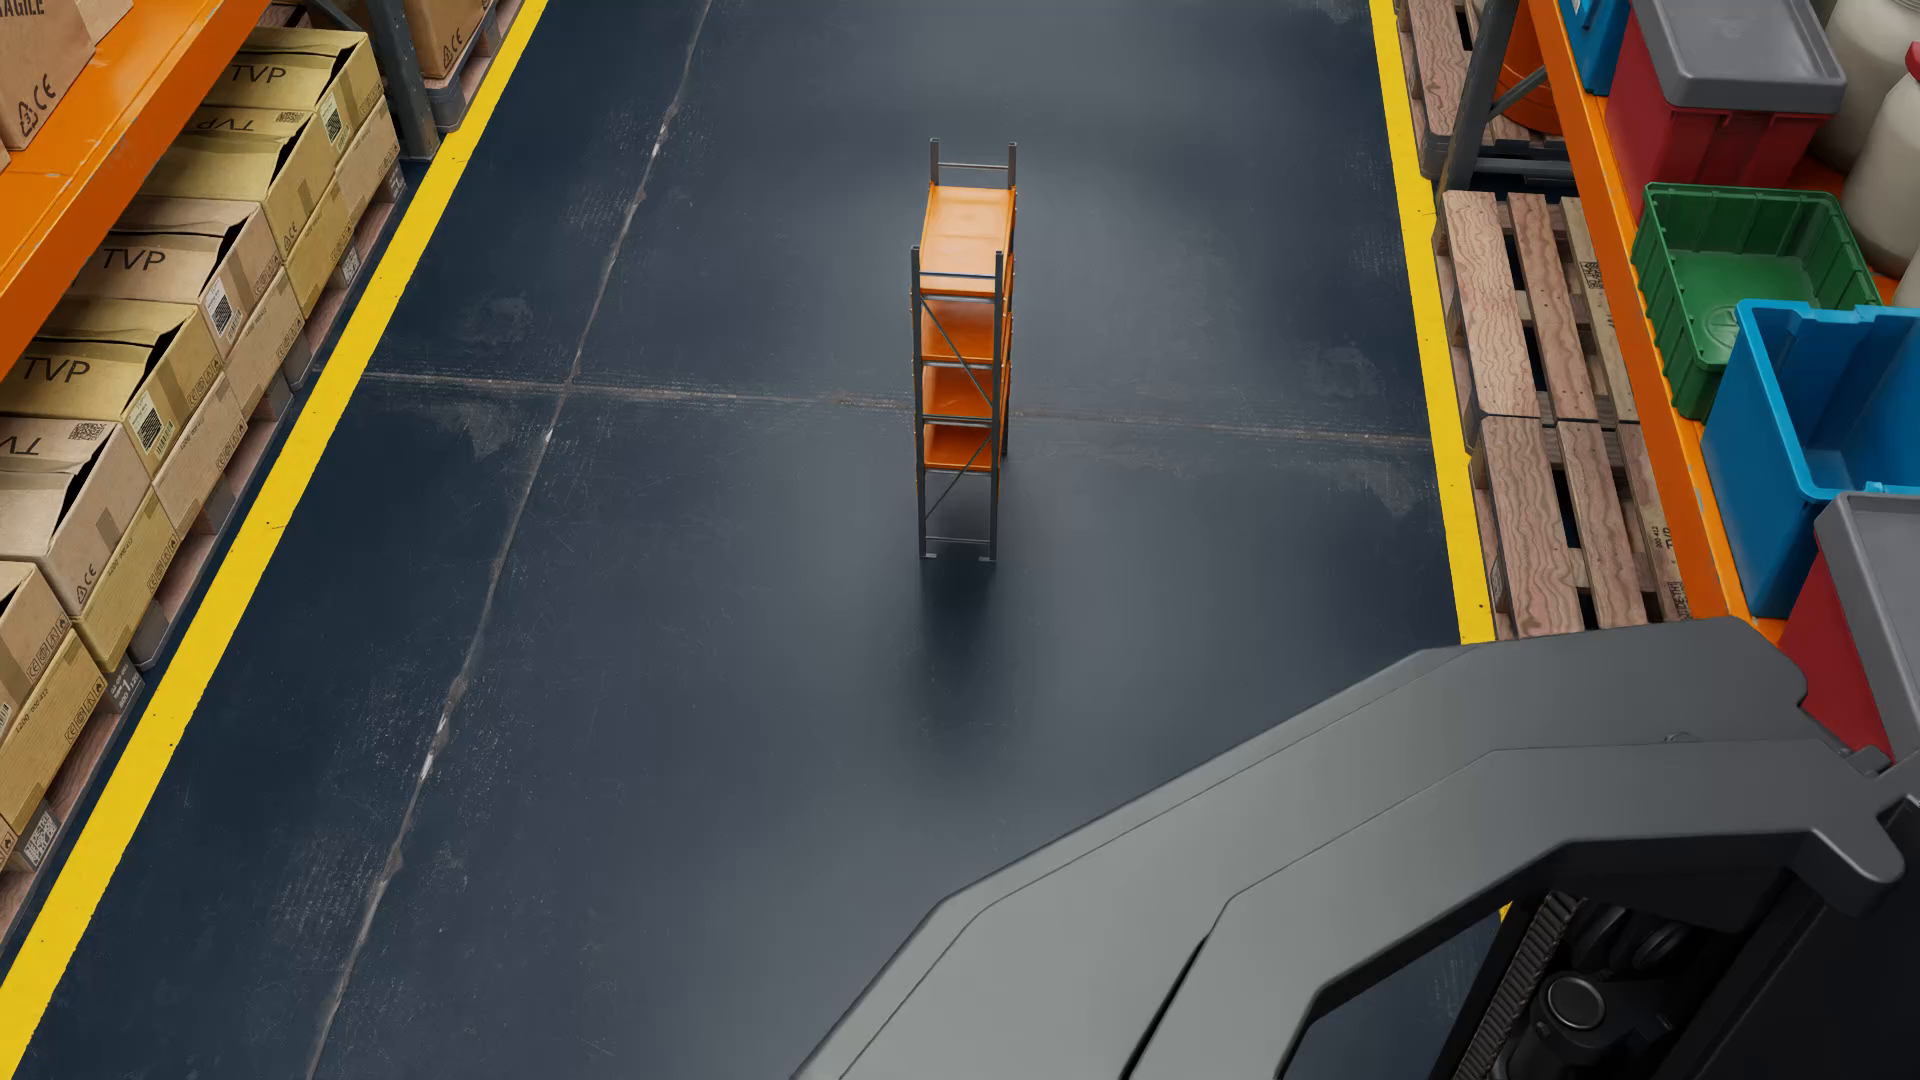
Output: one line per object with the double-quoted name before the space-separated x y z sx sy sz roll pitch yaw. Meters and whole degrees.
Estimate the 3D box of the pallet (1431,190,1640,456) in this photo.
"pallet" 2.227 -0.751 5.794 1.003 0.211 1.213 4 48 4

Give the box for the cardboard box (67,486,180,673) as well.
"cardboard box" -2.584 0.095 4.709 0.500 0.250 0.500 3 48 2

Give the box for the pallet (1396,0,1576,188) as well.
"pallet" 2.367 -1.900 6.844 1.003 0.211 1.213 4 48 4

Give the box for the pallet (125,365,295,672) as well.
"pallet" -2.823 -0.157 5.251 1.003 0.211 1.213 4 48 4

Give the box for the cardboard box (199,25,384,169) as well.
"cardboard box" -2.398 -1.596 5.876 0.500 0.311 0.500 5 48 5

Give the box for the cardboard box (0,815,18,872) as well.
"cardboard box" -2.677 0.851 4.017 0.500 0.250 0.500 3 48 3

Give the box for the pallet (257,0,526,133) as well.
"pallet" -2.490 -2.199 7.119 1.003 0.211 1.213 4 48 4

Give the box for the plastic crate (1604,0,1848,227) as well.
"plastic crate" 1.885 -1.113 4.192 0.402 0.464 0.583 4 48 4

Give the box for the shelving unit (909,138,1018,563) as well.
"shelving unit" 0.015 -0.527 4.919 0.258 1.200 0.503 4 48 4

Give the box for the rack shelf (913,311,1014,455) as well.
"rack shelf" 0.015 -0.481 4.968 0.258 0.148 0.480 4 48 4

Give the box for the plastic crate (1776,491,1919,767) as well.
"plastic crate" 1.712 0.283 2.915 0.402 0.464 0.583 4 48 4

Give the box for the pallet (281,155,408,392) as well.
"pallet" -2.710 -1.051 6.068 1.003 0.211 1.213 4 48 4

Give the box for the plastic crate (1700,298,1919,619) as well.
"plastic crate" 1.763 -0.145 3.361 0.392 0.384 0.575 4 48 4

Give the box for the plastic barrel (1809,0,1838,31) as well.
"plastic barrel" 2.456 -1.526 4.537 0.421 0.512 0.421 0 48 0

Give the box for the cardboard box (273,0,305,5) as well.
"cardboard box" -2.744 -2.602 6.993 0.500 0.500 0.500 6 48 5

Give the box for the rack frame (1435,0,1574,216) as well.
"rack frame" 2.337 -2.259 5.283 1.000 3.000 0.127 4 48 4

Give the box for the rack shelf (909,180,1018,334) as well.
"rack shelf" 0.015 -0.792 4.629 0.258 0.148 0.480 4 48 4

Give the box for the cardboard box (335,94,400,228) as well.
"cardboard box" -2.401 -1.405 6.081 0.500 0.250 0.500 5 48 4

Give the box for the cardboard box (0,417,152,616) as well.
"cardboard box" -2.578 -0.093 4.501 0.500 0.311 0.500 2 48 2

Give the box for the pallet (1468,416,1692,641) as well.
"pallet" 2.114 0.143 4.976 1.003 0.211 1.213 4 48 4

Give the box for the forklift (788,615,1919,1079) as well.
"forklift" 0.607 1.593 1.806 1.130 2.935 3.031 -24 52 -20

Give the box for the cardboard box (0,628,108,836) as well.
"cardboard box" -2.629 0.476 4.361 0.500 0.250 0.500 5 48 5

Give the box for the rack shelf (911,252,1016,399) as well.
"rack shelf" 0.015 -0.632 4.803 0.258 0.148 0.480 4 48 4

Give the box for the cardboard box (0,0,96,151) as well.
"cardboard box" -2.732 -1.394 4.425 0.500 0.500 0.500 2 48 1

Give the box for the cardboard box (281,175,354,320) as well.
"cardboard box" -2.444 -1.026 5.735 0.500 0.250 0.500 3 48 3

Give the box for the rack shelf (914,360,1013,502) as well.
"rack shelf" 0.015 -0.347 5.115 0.258 0.148 0.480 4 48 4

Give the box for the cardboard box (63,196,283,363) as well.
"cardboard box" -2.488 -0.843 5.187 0.500 0.311 0.500 4 48 3

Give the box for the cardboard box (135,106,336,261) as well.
"cardboard box" -2.439 -1.214 5.526 0.500 0.311 0.500 3 48 3

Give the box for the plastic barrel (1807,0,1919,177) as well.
"plastic barrel" 2.417 -1.216 4.254 0.421 0.512 0.421 0 48 0

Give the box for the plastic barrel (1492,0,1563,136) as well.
"plastic barrel" 2.364 -2.029 6.259 0.600 0.830 0.708 4 48 4

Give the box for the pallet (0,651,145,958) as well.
"pallet" -2.932 0.742 4.428 1.003 0.211 1.213 4 48 4

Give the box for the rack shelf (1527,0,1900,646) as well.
"rack shelf" 2.154 -0.546 4.204 1.077 0.370 4.000 4 48 4

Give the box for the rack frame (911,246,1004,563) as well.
"rack frame" -0.007 -0.347 4.755 0.240 1.200 0.015 4 48 4

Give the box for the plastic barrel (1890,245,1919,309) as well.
"plastic barrel" 2.345 -0.593 3.667 0.433 0.535 0.433 0 48 0

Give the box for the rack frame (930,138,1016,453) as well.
"rack frame" 0.037 -0.706 5.083 0.240 1.200 0.015 4 48 4

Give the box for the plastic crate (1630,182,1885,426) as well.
"plastic crate" 1.850 -0.546 3.861 0.450 0.188 0.662 4 48 4

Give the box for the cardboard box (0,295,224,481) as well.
"cardboard box" -2.536 -0.475 4.850 0.500 0.311 0.500 5 48 5

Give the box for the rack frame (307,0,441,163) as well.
"rack frame" -2.596 -2.594 5.590 1.000 3.000 0.127 4 48 4

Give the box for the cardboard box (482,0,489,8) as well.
"cardboard box" -2.228 -2.600 6.991 0.500 0.500 0.500 2 48 2

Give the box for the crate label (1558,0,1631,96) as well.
"crate label" 1.977 -1.559 4.619 0.502 0.435 0.616 4 48 4

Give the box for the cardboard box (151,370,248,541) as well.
"cardboard box" -2.537 -0.279 5.051 0.500 0.250 0.500 5 48 4

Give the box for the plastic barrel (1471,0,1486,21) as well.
"plastic barrel" 2.327 -2.342 6.761 0.421 0.512 0.421 0 48 0

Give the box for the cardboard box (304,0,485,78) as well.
"cardboard box" -2.270 -2.215 6.639 0.500 0.500 0.500 6 48 5

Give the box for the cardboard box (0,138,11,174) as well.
"cardboard box" -2.780 -1.007 4.071 0.500 0.500 0.500 4 48 4

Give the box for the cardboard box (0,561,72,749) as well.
"cardboard box" -2.624 0.287 4.153 0.500 0.311 0.500 3 48 3

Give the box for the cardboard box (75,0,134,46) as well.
"cardboard box" -2.656 -1.569 4.822 0.380 0.149 0.250 7 48 6

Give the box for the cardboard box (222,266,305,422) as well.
"cardboard box" -2.493 -0.657 5.397 0.500 0.250 0.500 5 48 4

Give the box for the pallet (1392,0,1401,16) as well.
"pallet" 2.481 -2.794 7.662 1.003 0.211 1.213 4 48 4

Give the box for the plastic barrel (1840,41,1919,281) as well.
"plastic barrel" 2.384 -0.910 3.958 0.433 0.535 0.433 0 48 0
